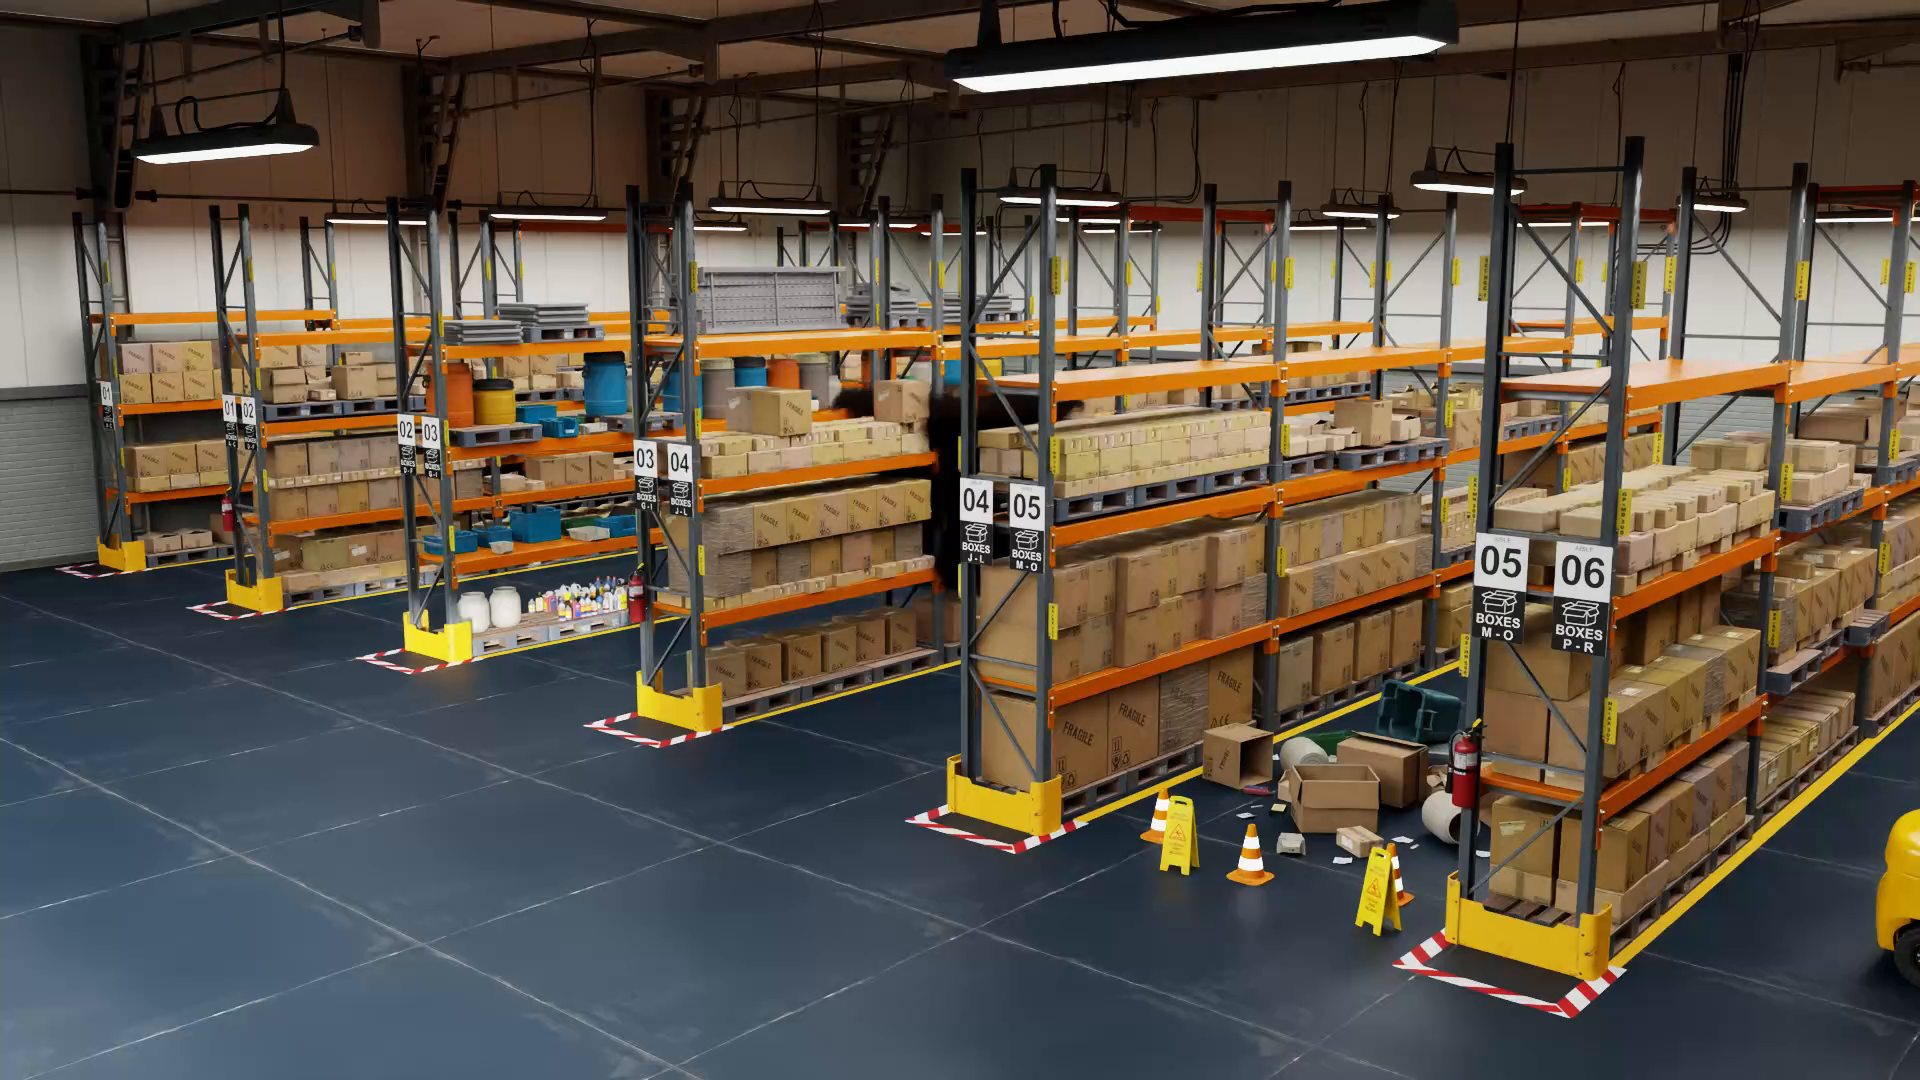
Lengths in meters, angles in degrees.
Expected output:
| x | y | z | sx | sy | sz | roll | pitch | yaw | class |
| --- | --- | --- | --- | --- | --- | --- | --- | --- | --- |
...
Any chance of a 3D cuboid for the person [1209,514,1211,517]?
| x | y | z | sx | sy | sz | roll | pitch | yaw | class |
| --- | --- | --- | --- | --- | --- | --- | --- | --- | --- |
| 3.332 | 0.350 | 22.602 | 0.415 | 1.623 | 0.920 | 7 | 12 | 34 | person |
